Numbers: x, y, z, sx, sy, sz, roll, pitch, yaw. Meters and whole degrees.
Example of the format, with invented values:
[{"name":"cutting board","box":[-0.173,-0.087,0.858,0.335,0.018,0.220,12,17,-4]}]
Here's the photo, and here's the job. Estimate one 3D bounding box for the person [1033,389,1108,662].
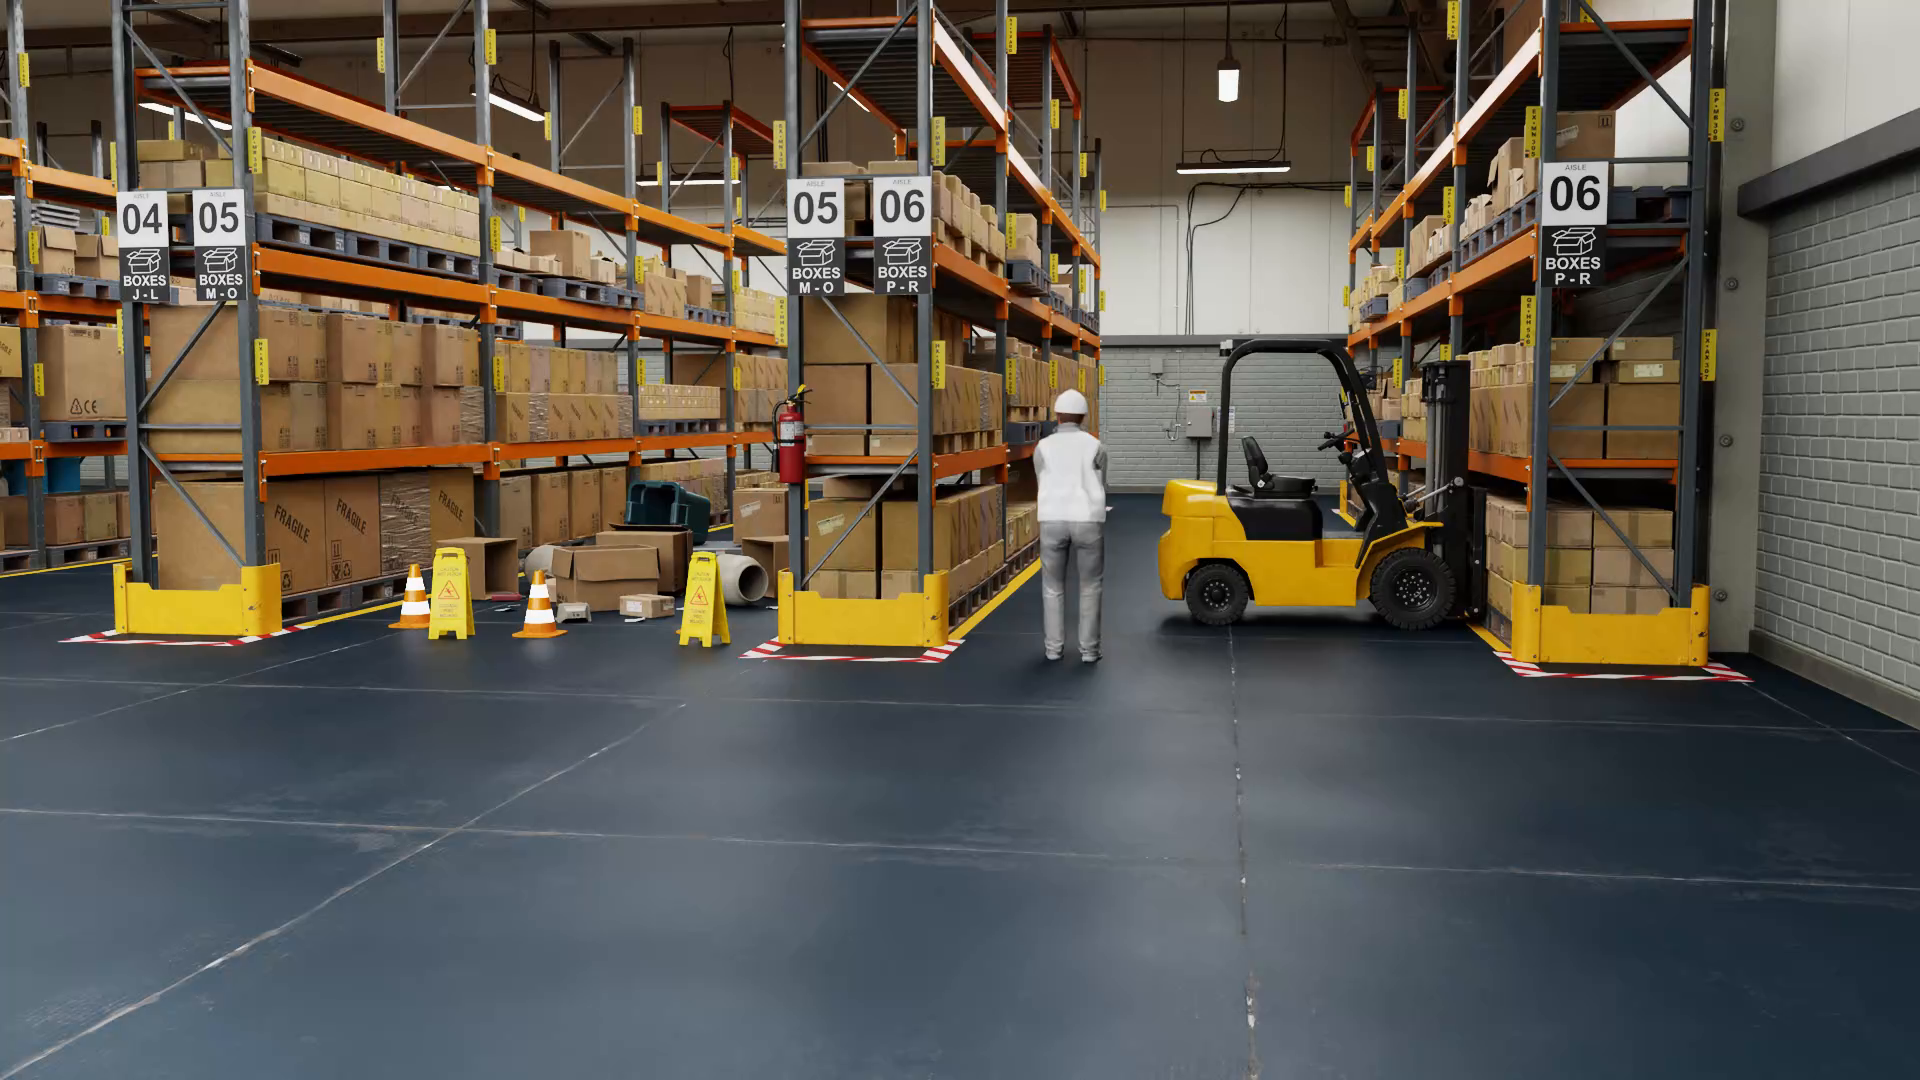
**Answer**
[{"name":"person","box":[0.721,-0.103,10.884,0.487,1.765,0.576,1,4,8]}]
